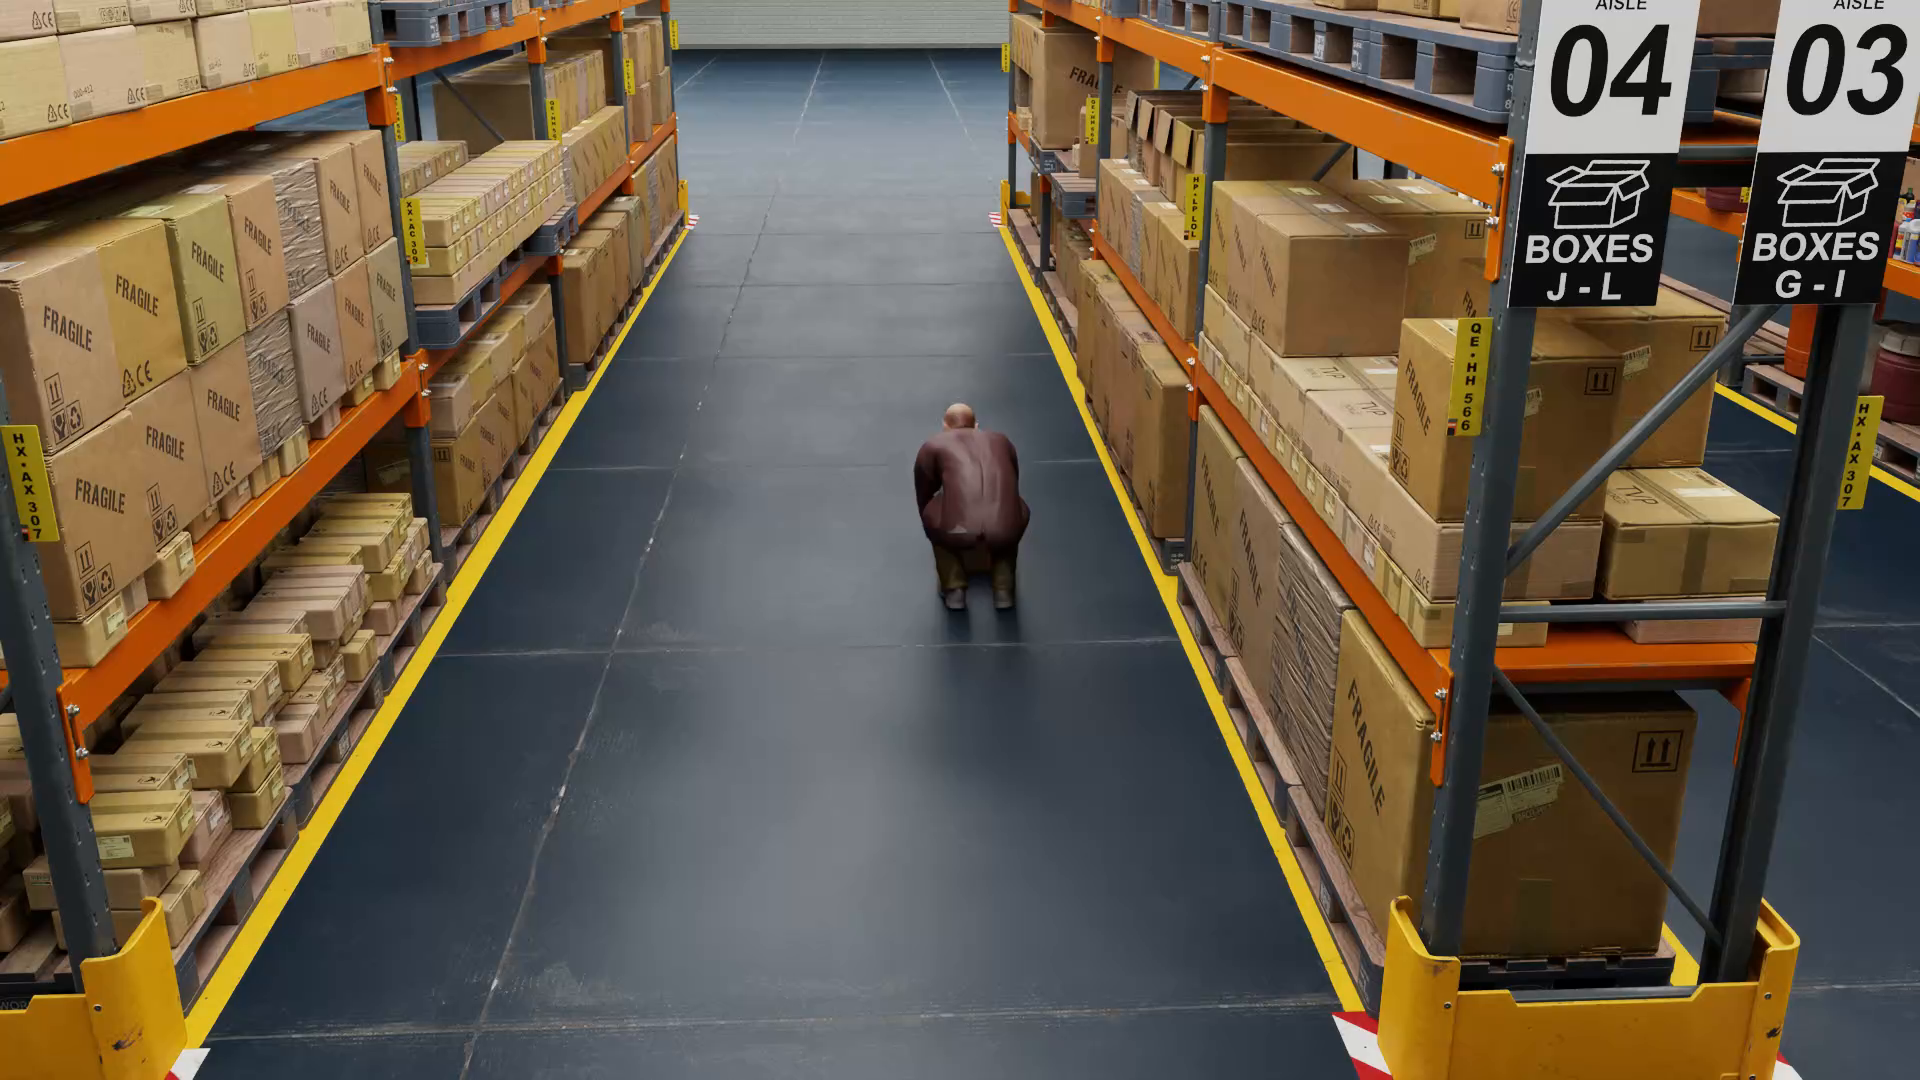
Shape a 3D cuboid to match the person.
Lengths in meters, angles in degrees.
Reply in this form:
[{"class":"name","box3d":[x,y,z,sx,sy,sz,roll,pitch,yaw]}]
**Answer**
[{"class":"person","box3d":[0.065,-0.178,8.796,0.610,0.947,0.907,-1,20,-3]}]
